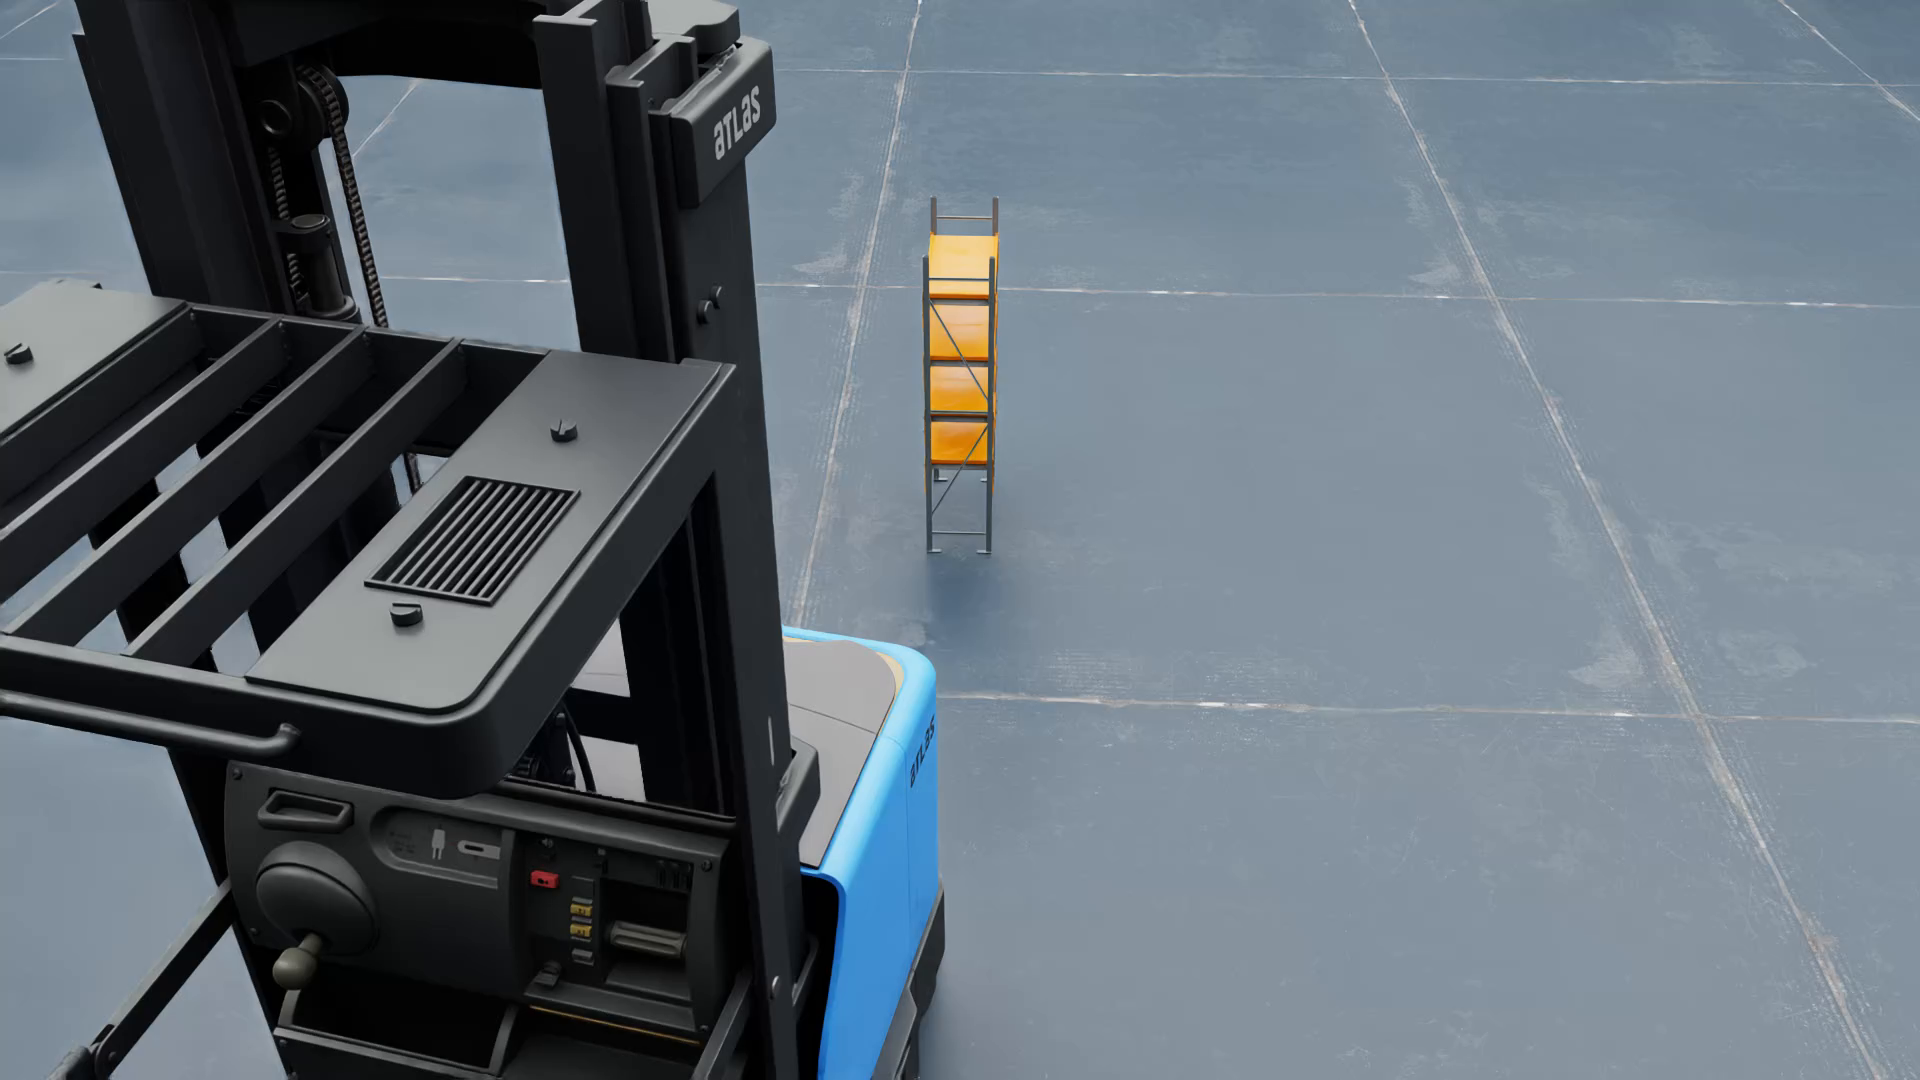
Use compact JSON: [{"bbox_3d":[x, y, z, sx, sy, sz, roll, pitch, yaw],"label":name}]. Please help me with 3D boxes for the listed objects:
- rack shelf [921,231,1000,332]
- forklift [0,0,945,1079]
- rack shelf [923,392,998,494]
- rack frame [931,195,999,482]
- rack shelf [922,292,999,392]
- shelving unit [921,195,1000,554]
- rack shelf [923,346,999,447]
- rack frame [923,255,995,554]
[{"bbox_3d":[0.007,-0.907,5.814,0.258,0.148,0.480,1,35,2],"label":"rack shelf"},{"bbox_3d":[-0.903,0.694,2.714,1.130,2.935,3.031,8,36,12],"label":"forklift"},{"bbox_3d":[0.007,-0.368,6.193,0.258,0.148,0.480,1,35,2],"label":"rack shelf"},{"bbox_3d":[0.016,-0.726,6.240,0.240,1.200,0.015,1,35,2],"label":"rack frame"},{"bbox_3d":[0.007,-0.714,5.950,0.258,0.148,0.480,1,35,2],"label":"rack shelf"},{"bbox_3d":[0.007,-0.586,6.040,0.258,1.200,0.503,1,35,2],"label":"shelving unit"},{"bbox_3d":[0.007,-0.531,6.079,0.258,0.148,0.480,1,35,2],"label":"rack shelf"},{"bbox_3d":[-0.003,-0.446,5.841,0.240,1.200,0.015,1,35,2],"label":"rack frame"}]
